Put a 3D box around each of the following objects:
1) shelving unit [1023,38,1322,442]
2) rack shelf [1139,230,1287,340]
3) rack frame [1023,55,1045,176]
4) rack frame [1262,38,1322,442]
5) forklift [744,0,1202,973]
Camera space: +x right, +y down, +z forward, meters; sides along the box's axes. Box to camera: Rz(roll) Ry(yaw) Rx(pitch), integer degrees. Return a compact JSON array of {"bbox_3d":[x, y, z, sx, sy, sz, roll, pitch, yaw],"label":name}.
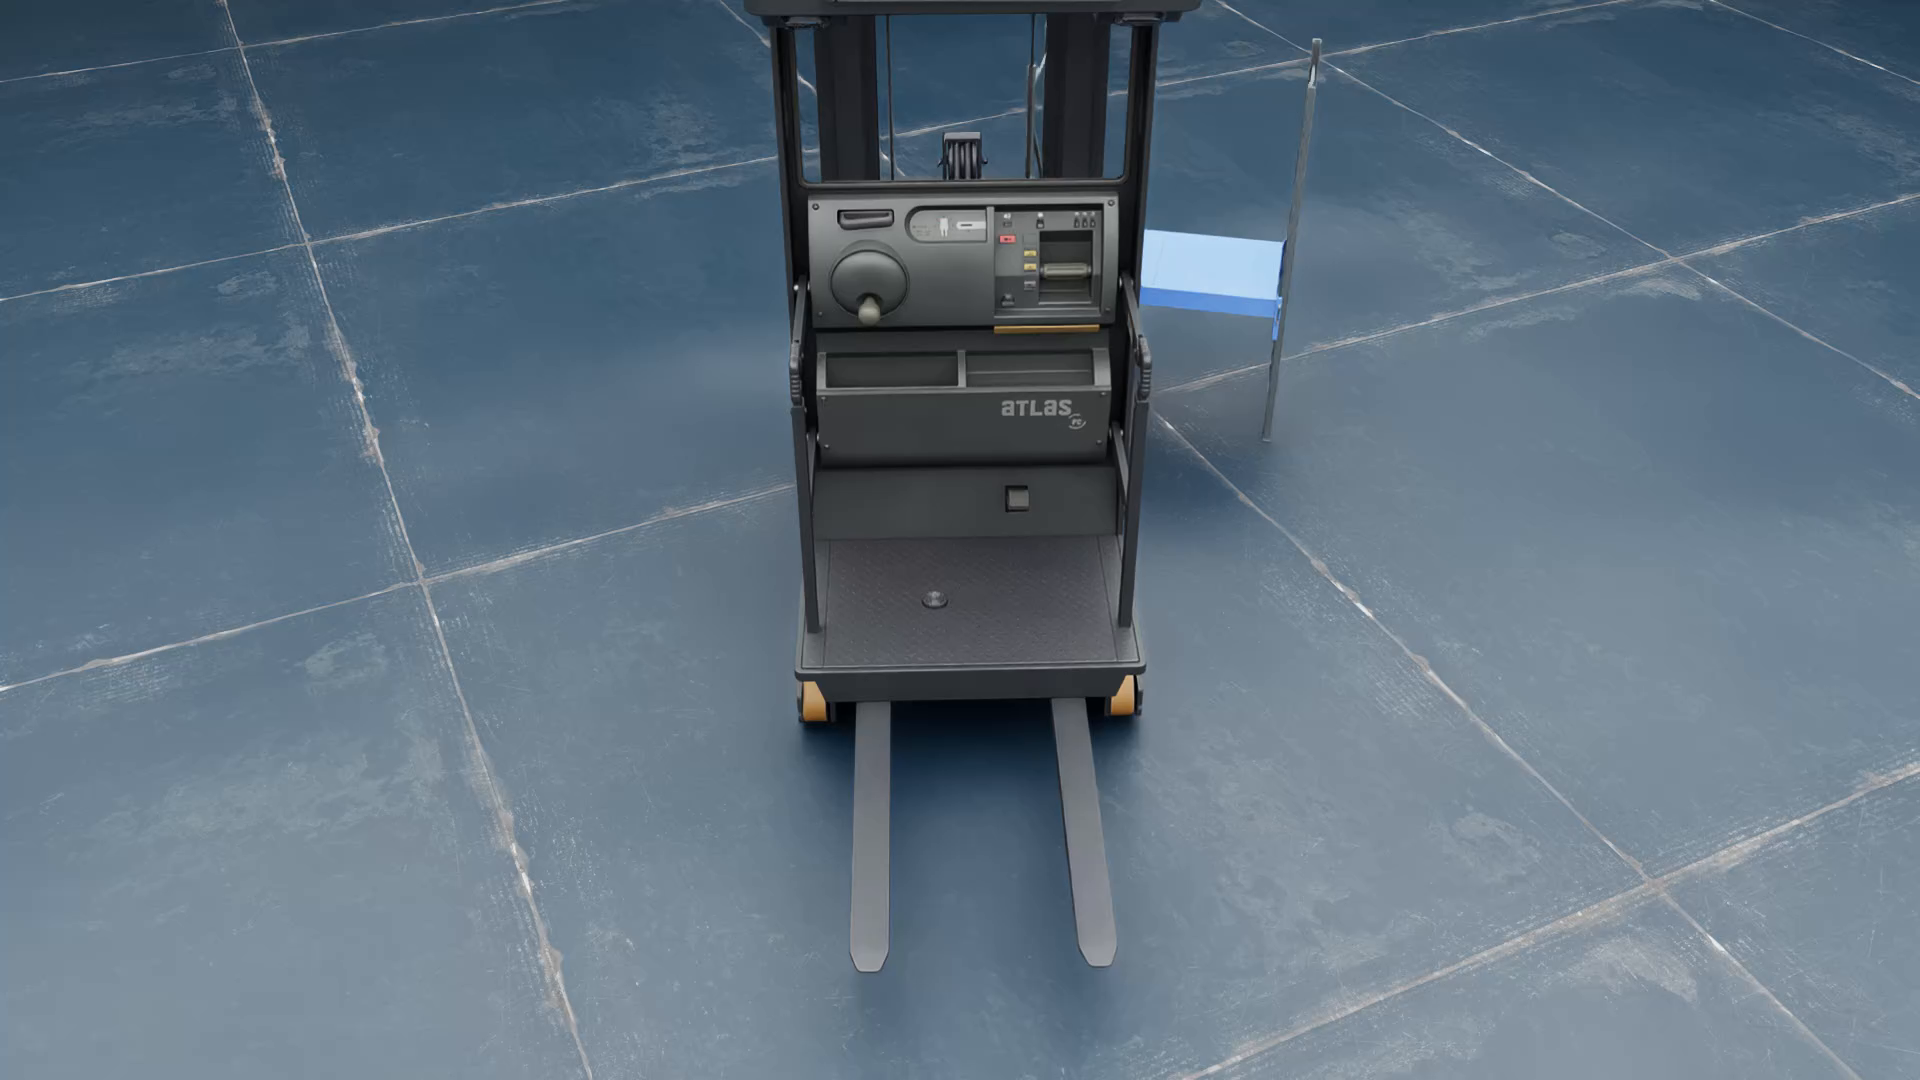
[{"bbox_3d":[0.803,-1.211,6.624,1.048,1.500,0.538,7,37,10],"label":"shelving unit"},{"bbox_3d":[0.803,-1.066,6.731,1.000,0.185,0.538,7,37,10],"label":"rack shelf"},{"bbox_3d":[0.306,-1.274,6.708,0.032,1.500,0.500,7,37,10],"label":"rack frame"},{"bbox_3d":[1.301,-1.148,6.539,0.032,1.500,0.500,7,37,10],"label":"rack frame"},{"bbox_3d":[0.020,-0.775,4.835,1.130,2.935,3.031,-1,37,-1],"label":"forklift"}]
